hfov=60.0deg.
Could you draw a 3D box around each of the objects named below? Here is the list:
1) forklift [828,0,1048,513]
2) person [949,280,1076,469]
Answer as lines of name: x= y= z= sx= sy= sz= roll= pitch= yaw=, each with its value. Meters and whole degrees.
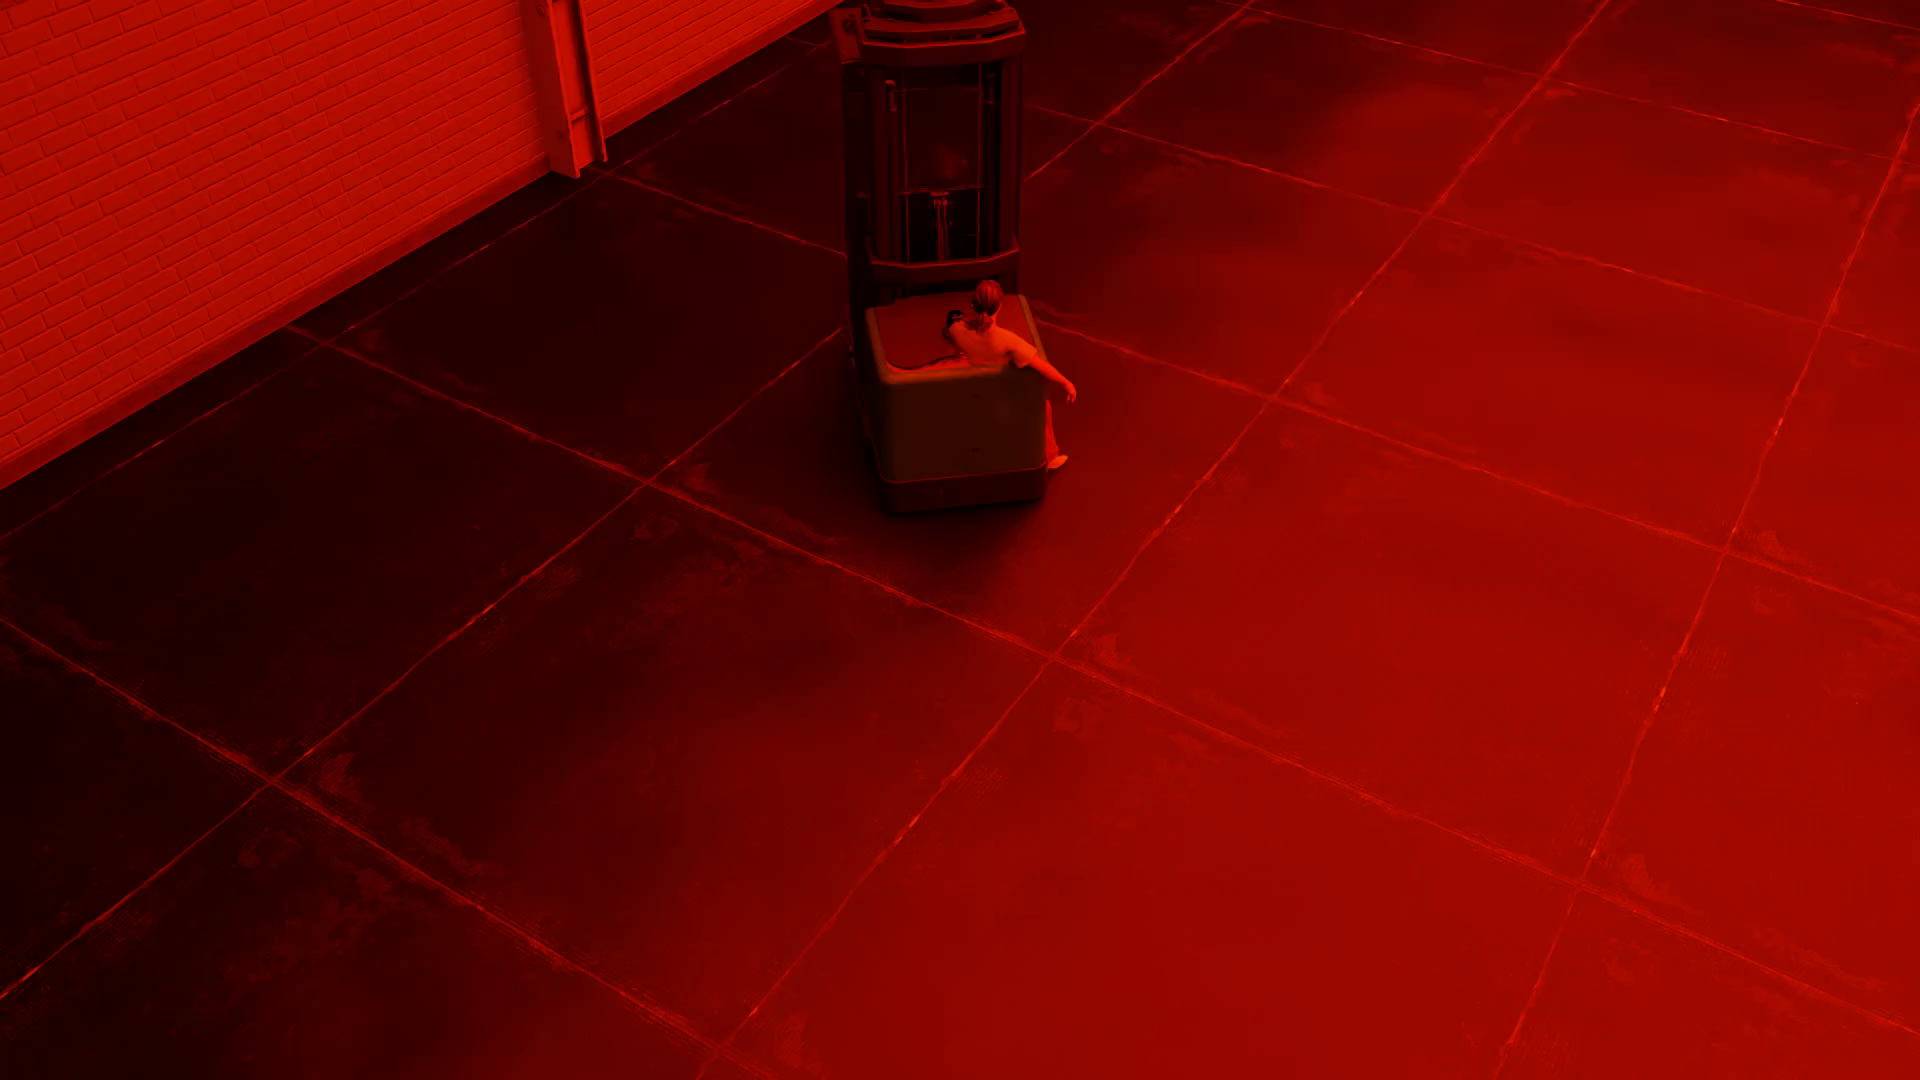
forklift: x=-0.205 y=-2.241 z=10.612 sx=1.130 sy=2.935 sz=3.031 roll=-6 pitch=41 yaw=-7
person: x=0.329 y=-0.969 z=10.232 sx=0.874 sy=1.549 sz=0.716 roll=15 pitch=43 yaw=17
